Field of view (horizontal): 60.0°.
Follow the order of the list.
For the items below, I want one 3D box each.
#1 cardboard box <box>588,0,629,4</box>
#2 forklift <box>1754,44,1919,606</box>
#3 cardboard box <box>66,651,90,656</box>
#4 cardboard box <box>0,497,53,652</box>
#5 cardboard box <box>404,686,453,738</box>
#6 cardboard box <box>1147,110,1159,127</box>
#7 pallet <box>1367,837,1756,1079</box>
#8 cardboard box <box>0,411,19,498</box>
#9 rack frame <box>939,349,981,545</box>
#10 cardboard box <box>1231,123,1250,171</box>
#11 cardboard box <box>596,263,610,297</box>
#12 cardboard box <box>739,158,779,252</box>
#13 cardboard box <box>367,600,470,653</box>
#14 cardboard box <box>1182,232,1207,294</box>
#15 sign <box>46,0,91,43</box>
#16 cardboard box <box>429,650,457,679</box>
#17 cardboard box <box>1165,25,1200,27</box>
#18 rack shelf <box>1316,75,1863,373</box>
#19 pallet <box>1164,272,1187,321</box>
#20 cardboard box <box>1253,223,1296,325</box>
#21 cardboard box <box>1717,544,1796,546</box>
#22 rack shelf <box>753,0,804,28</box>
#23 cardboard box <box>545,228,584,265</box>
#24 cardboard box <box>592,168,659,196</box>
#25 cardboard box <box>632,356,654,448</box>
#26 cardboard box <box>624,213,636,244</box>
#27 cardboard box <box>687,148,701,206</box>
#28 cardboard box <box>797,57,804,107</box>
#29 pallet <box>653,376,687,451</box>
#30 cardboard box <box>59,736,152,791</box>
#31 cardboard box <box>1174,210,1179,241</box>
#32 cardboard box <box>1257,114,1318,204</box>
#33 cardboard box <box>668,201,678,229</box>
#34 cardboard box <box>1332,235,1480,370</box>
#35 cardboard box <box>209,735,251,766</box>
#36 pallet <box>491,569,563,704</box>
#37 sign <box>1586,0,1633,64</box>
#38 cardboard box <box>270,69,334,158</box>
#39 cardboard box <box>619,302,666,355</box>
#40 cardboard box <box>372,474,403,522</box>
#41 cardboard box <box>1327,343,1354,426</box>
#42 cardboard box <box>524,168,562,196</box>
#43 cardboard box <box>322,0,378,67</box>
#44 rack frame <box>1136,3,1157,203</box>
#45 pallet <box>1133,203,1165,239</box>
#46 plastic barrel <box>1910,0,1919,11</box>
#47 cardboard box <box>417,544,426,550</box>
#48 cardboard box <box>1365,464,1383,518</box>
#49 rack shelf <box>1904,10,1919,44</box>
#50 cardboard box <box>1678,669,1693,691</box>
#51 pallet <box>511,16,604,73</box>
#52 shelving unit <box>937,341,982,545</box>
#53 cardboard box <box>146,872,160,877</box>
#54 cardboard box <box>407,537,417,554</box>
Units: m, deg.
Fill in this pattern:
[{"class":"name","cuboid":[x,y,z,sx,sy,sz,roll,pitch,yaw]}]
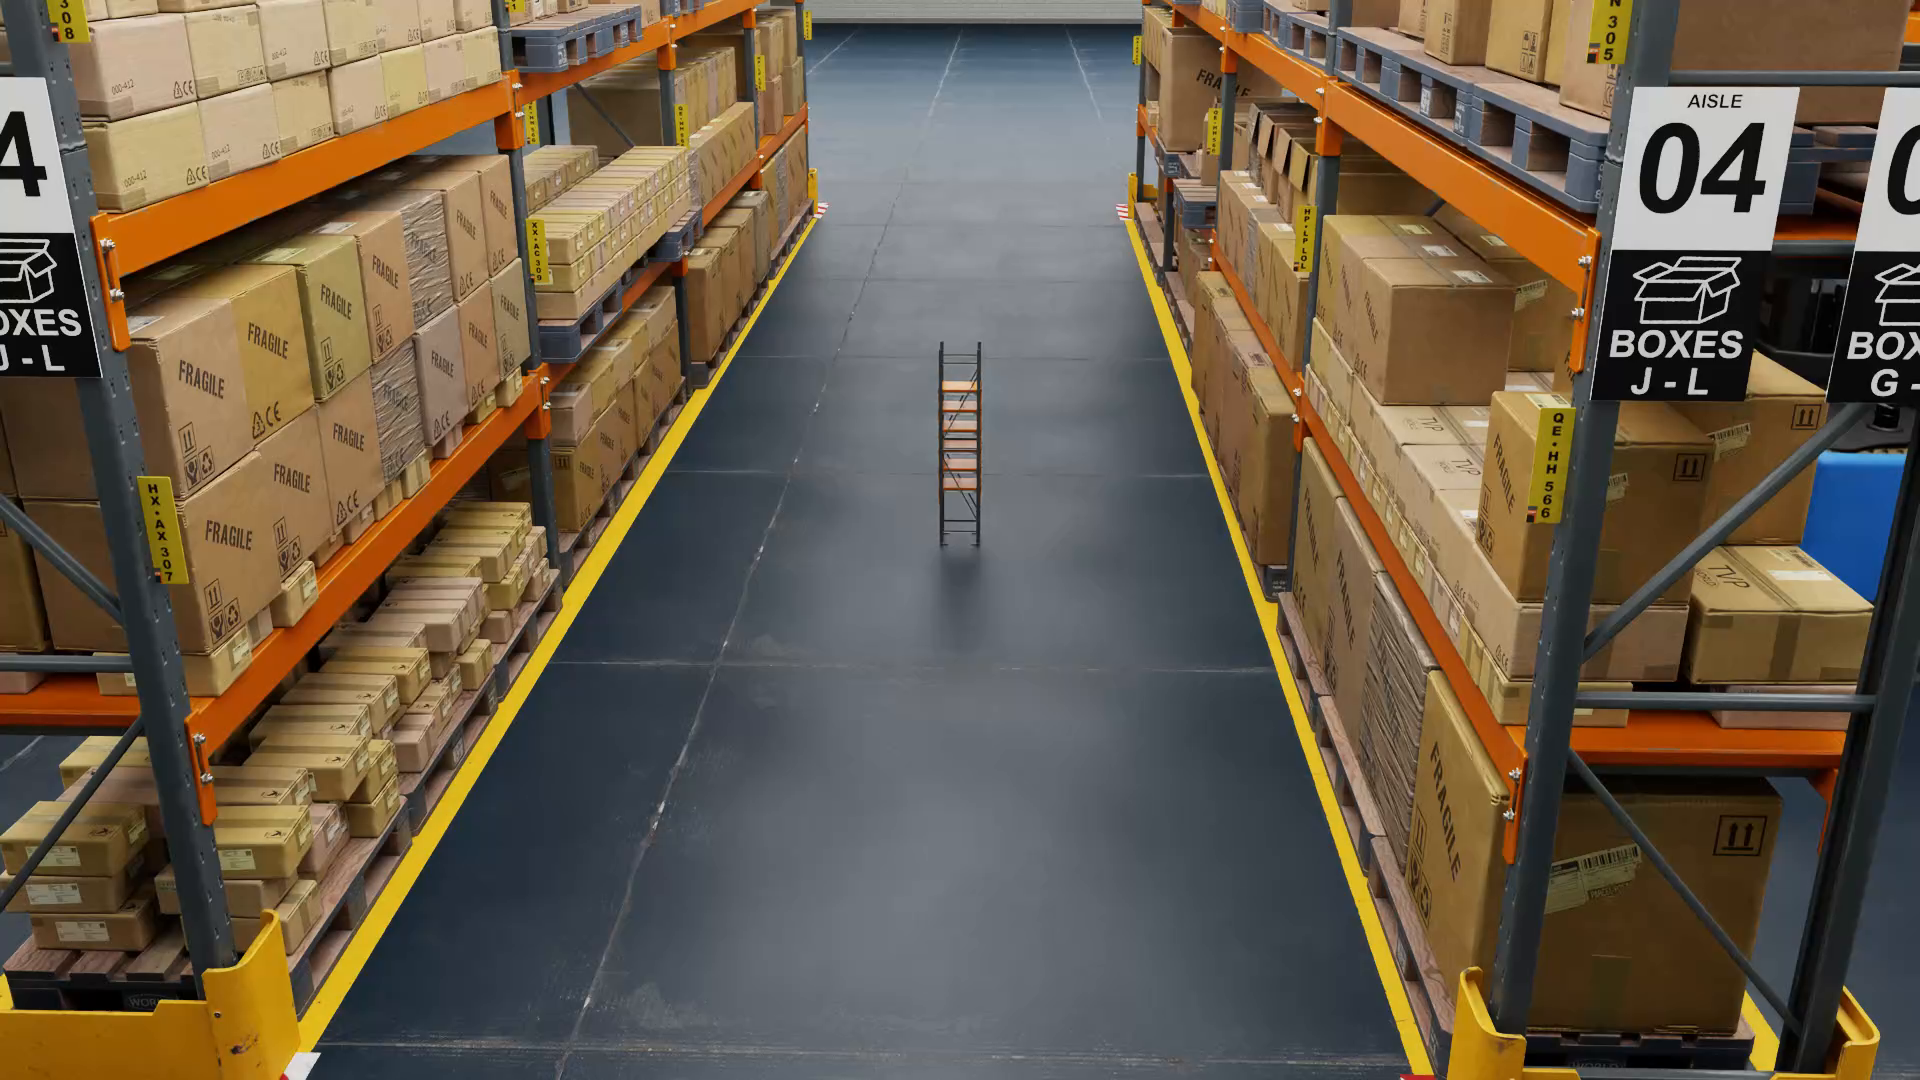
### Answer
[{"class":"cardboard box","cuboid":[-2.365,-3.395,10.347,0.500,0.500,0.500,1,21,2]},{"class":"forklift","cuboid":[4.745,-1.308,9.348,1.130,2.935,3.031,1,21,3]},{"class":"cardboard box","cuboid":[-3.051,0.278,5.512,0.380,0.149,0.250,1,21,2]},{"class":"cardboard box","cuboid":[-3.067,0.021,5.278,0.500,0.500,0.500,1,21,3]},{"class":"cardboard box","cuboid":[-2.454,0.760,7.285,0.380,0.149,0.250,1,21,2]},{"class":"cardboard box","cuboid":[2.229,-4.563,17.991,0.380,0.149,0.250,1,21,2]},{"class":"pallet","cuboid":[2.078,1.473,5.941,1.003,0.211,1.213,1,21,2]},{"class":"cardboard box","cuboid":[-3.058,-0.448,5.105,0.500,0.500,0.500,0,21,1]},{"class":"rack frame","cuboid":[-0.002,-0.532,9.740,0.240,1.200,0.006,1,21,2]},{"class":"cardboard box","cuboid":[2.351,-2.868,12.554,0.500,0.500,0.500,-2,21,-5]},{"class":"cardboard box","cuboid":[-2.216,-1.481,9.466,0.380,0.149,0.250,1,21,2]},{"class":"cardboard box","cuboid":[-2.369,-3.399,16.999,0.875,0.875,0.875,1,21,2]},{"class":"cardboard box","cuboid":[-2.418,0.385,7.427,0.380,0.149,0.250,0,21,0]},{"class":"cardboard box","cuboid":[2.423,-2.522,15.229,0.700,0.500,0.500,1,21,1]},{"class":"sign","cuboid":[-2.281,-1.428,4.208,0.100,0.325,0.005,1,21,2]},{"class":"cardboard box","cuboid":[-2.502,0.511,7.514,0.380,0.149,0.250,0,21,-1]},{"class":"cardboard box","cuboid":[2.235,-4.693,16.046,0.500,0.500,0.500,1,21,2]},{"class":"rack shelf","cuboid":[2.192,-1.323,6.141,1.077,0.370,4.000,1,21,2]},{"class":"pallet","cuboid":[2.474,-2.294,15.650,1.003,0.211,1.213,1,21,2]},{"class":"cardboard box","cuboid":[2.025,-1.570,9.790,0.500,0.500,0.500,0,21,1]},{"class":"cardboard box","cuboid":[2.425,0.036,5.587,0.500,0.250,0.500,0,21,1]},{"class":"rack shelf","cuboid":[-2.397,-5.753,17.558,1.077,0.370,4.000,1,21,2]},{"class":"cardboard box","cuboid":[-2.230,-1.568,8.867,0.380,0.149,0.250,2,21,4]},{"class":"cardboard box","cuboid":[-2.172,-2.325,10.820,0.380,0.149,0.250,1,21,2]},{"class":"cardboard box","cuboid":[-2.358,-0.931,11.158,0.500,0.500,0.500,0,21,-1]},{"class":"cardboard box","cuboid":[-2.195,-1.904,10.144,0.380,0.149,0.250,0,21,1]},{"class":"cardboard box","cuboid":[-2.296,-2.727,12.772,0.500,0.500,0.500,1,21,2]},{"class":"cardboard box","cuboid":[-2.303,-5.349,19.460,0.875,0.550,0.550,1,21,2]},{"class":"pallet","cuboid":[-2.605,-0.938,12.155,1.003,0.211,1.213,1,21,2]},{"class":"cardboard box","cuboid":[-3.114,0.848,6.234,0.380,0.149,0.250,0,21,0]},{"class":"cardboard box","cuboid":[2.499,-3.483,17.734,0.500,0.500,0.500,-1,21,-3]},{"class":"cardboard box","cuboid":[2.314,-2.444,10.657,0.797,0.503,0.637,1,21,3]},{"class":"cardboard box","cuboid":[-2.152,-2.233,11.405,0.380,0.149,0.250,1,21,3]},{"class":"cardboard box","cuboid":[1.960,-1.053,7.357,0.500,0.500,0.500,1,21,2]},{"class":"cardboard box","cuboid":[-2.967,0.888,6.542,0.380,0.149,0.250,0,21,1]},{"class":"pallet","cuboid":[-2.687,0.469,8.529,1.003,0.211,1.213,1,21,2]},{"class":"sign","cuboid":[1.589,-1.322,4.029,0.100,0.325,0.005,1,21,2]},{"class":"cardboard box","cuboid":[-2.531,-1.493,5.791,0.500,0.250,0.500,0,21,0]},{"class":"cardboard box","cuboid":[-2.343,-1.468,11.504,0.500,0.250,0.500,1,21,2]},{"class":"cardboard box","cuboid":[-2.489,-0.189,6.717,0.380,0.149,0.250,1,21,4]},{"class":"cardboard box","cuboid":[1.957,-0.705,7.496,0.500,0.250,0.500,1,21,1]},{"class":"cardboard box","cuboid":[-2.820,-2.332,10.838,0.380,0.149,0.250,2,21,4]},{"class":"cardboard box","cuboid":[-2.494,-1.900,6.148,0.500,0.250,0.500,0,21,0]},{"class":"rack frame","cuboid":[2.618,-5.322,19.599,1.000,3.000,0.127,1,21,2]},{"class":"pallet","cuboid":[2.556,-3.701,19.276,1.003,0.211,1.213,1,21,2]},{"class":"plastic barrel","cuboid":[7.587,-4.505,12.752,0.600,0.830,0.708,1,21,2]},{"class":"cardboard box","cuboid":[-3.032,0.048,8.709,0.380,0.149,0.250,2,21,4]},{"class":"cardboard box","cuboid":[1.866,-0.199,6.743,0.380,0.149,0.250,0,21,0]},{"class":"rack shelf","cuboid":[7.386,-4.161,13.455,1.077,0.370,4.000,1,21,2]},{"class":"cardboard box","cuboid":[2.478,0.362,5.295,0.380,0.149,0.250,0,21,1]},{"class":"pallet","cuboid":[-2.576,-2.607,8.715,1.213,0.211,1.003,1,21,2]},{"class":"shelving unit","cuboid":[0.000,-0.565,9.825,0.258,1.200,0.189,1,21,2]},{"class":"cardboard box","cuboid":[-3.109,1.218,6.103,0.380,0.149,0.250,1,21,3]},{"class":"cardboard box","cuboid":[-2.987,0.003,8.414,0.380,0.149,0.250,2,21,4]}]
